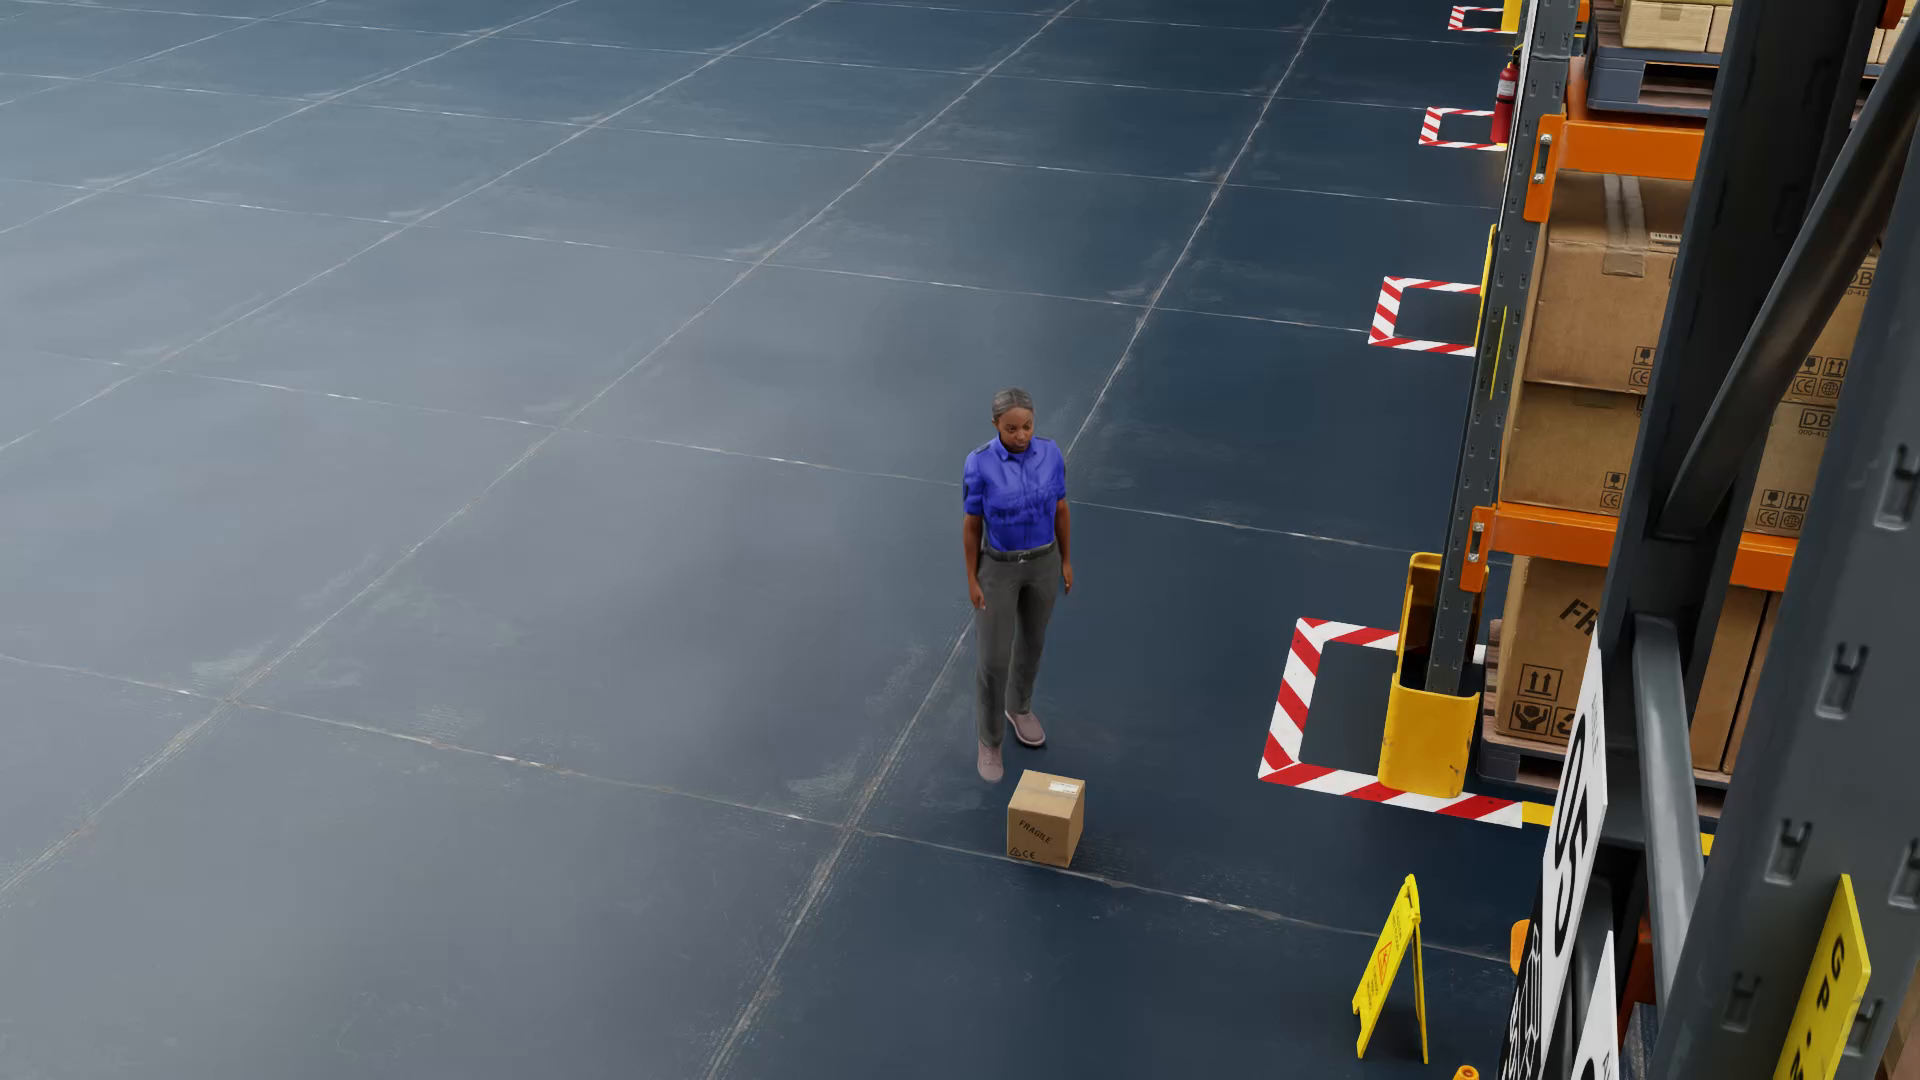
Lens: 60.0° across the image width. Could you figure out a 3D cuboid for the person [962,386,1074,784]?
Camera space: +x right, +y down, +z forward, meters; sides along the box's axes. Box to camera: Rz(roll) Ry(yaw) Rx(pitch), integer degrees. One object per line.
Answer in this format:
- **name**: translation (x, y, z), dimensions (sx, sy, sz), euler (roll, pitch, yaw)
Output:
- **person**: translation (0.264, 0.181, 6.840), dimensions (0.499, 1.711, 0.463), euler (-10, 31, -17)
